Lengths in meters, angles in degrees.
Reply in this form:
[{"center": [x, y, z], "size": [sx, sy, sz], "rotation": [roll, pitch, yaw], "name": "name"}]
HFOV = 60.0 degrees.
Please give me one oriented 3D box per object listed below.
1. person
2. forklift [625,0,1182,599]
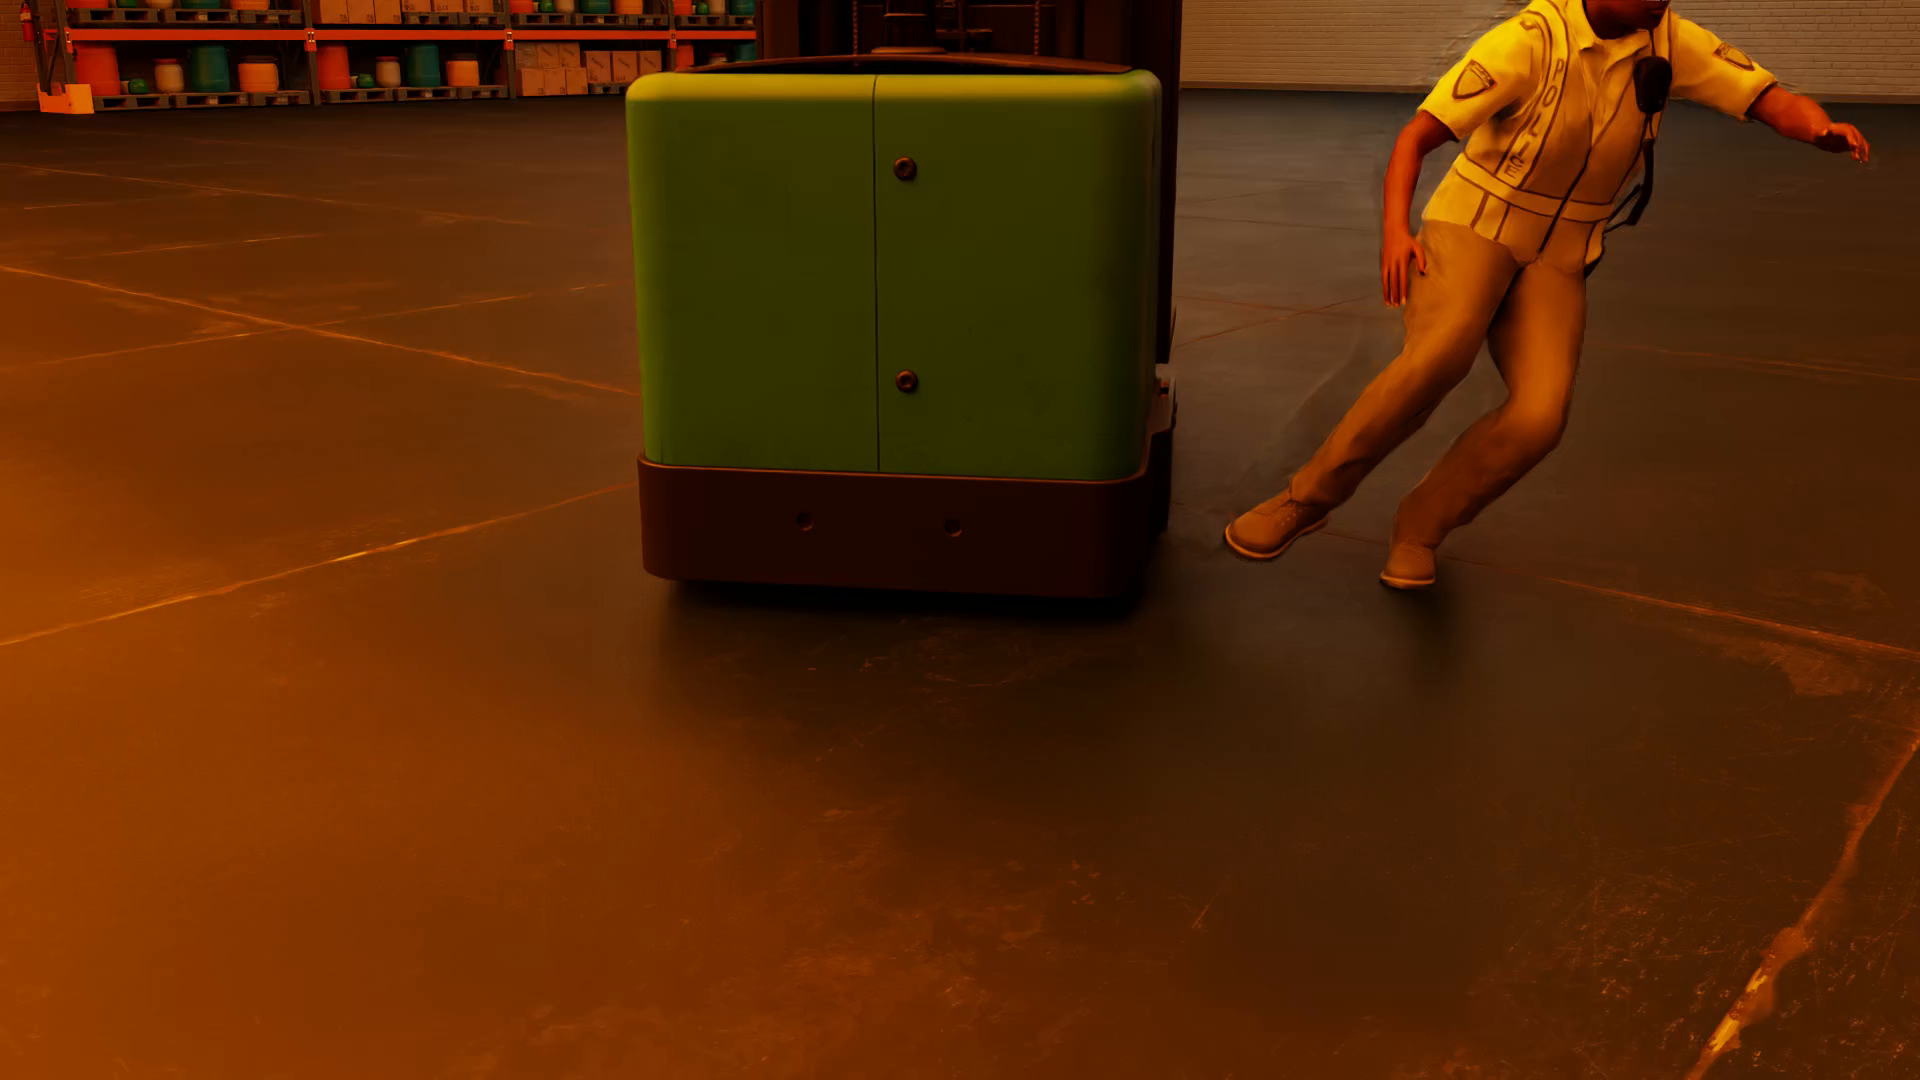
[{"center": [1.117, -0.544, 3.330], "size": [1.095, 1.422, 0.898], "rotation": [-4, 17, -12], "name": "person"}, {"center": [0.055, -1.669, 4.393], "size": [1.130, 2.935, 3.031], "rotation": [2, 17, 8], "name": "forklift"}]
